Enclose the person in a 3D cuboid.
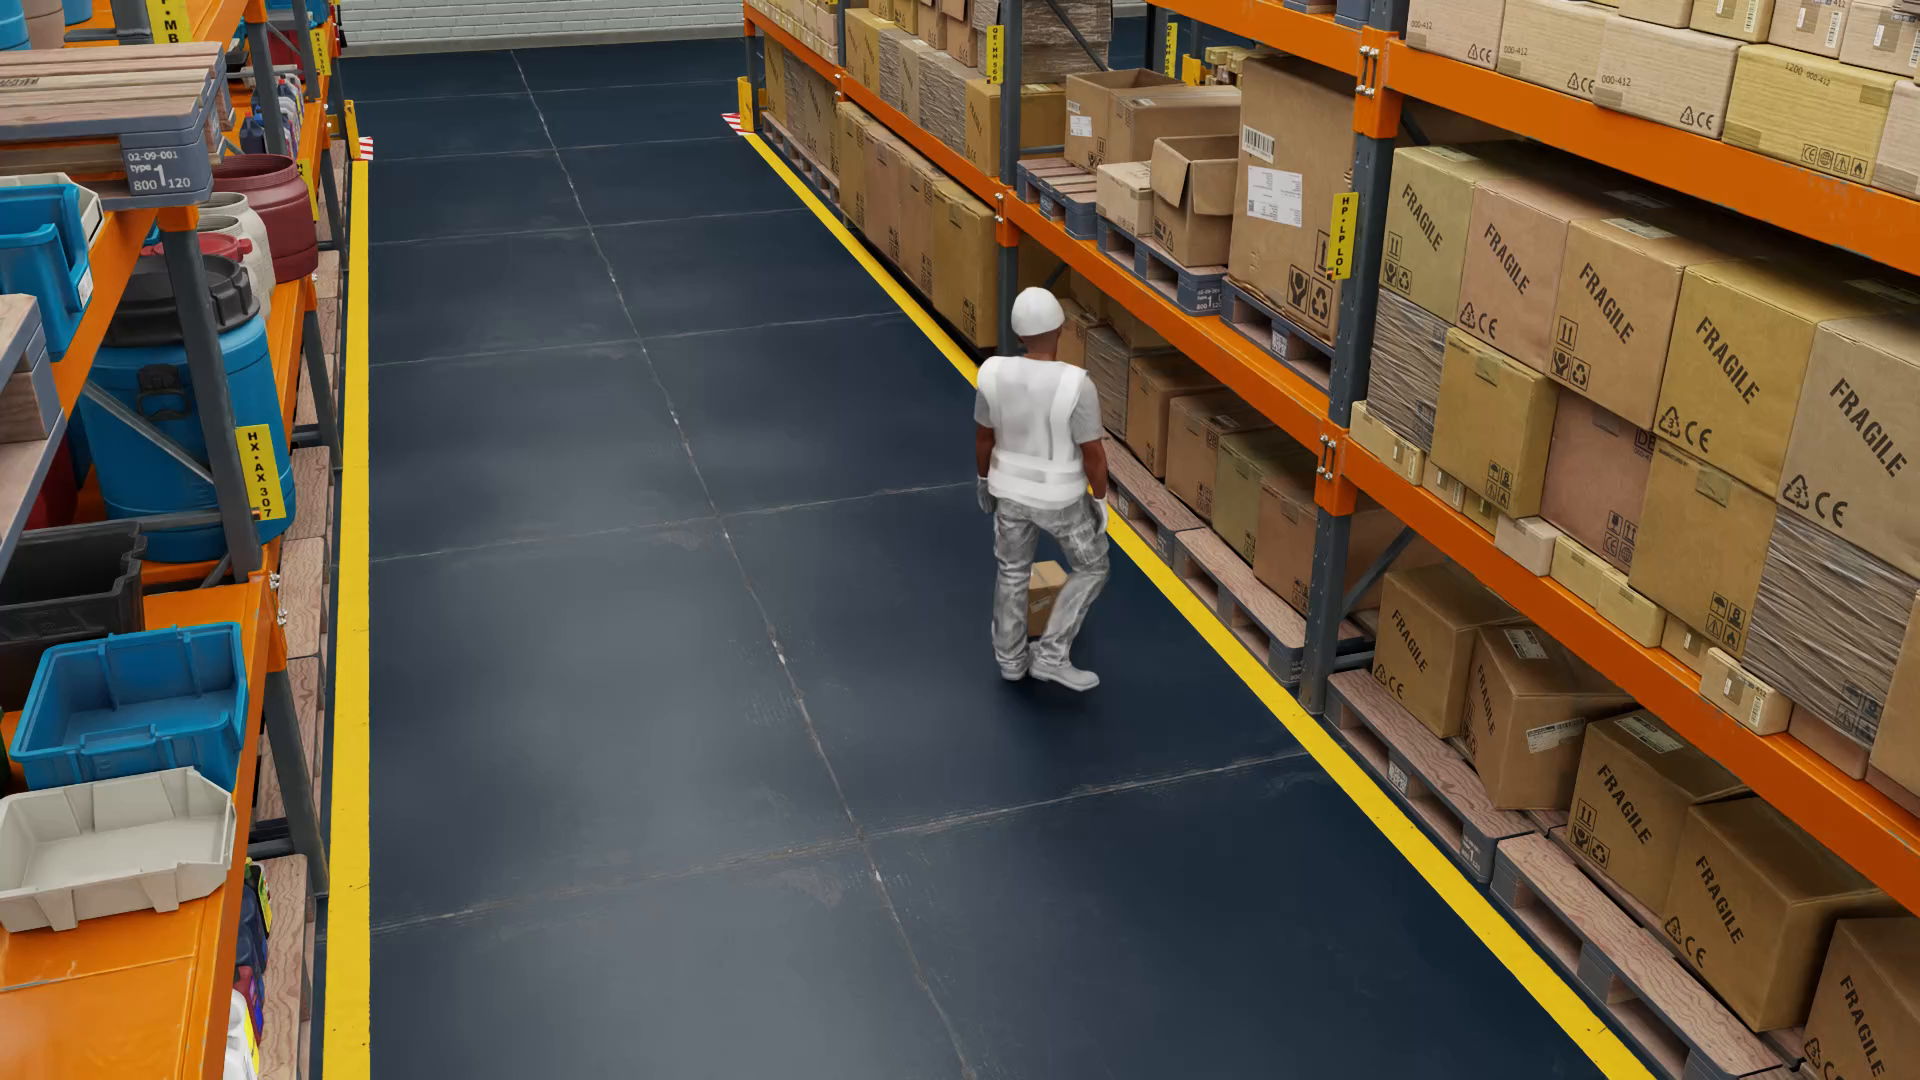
[{"bbox_3d":[0.345,-0.197,6.953,0.620,1.783,0.418,14,29,26],"label":"person"}]
